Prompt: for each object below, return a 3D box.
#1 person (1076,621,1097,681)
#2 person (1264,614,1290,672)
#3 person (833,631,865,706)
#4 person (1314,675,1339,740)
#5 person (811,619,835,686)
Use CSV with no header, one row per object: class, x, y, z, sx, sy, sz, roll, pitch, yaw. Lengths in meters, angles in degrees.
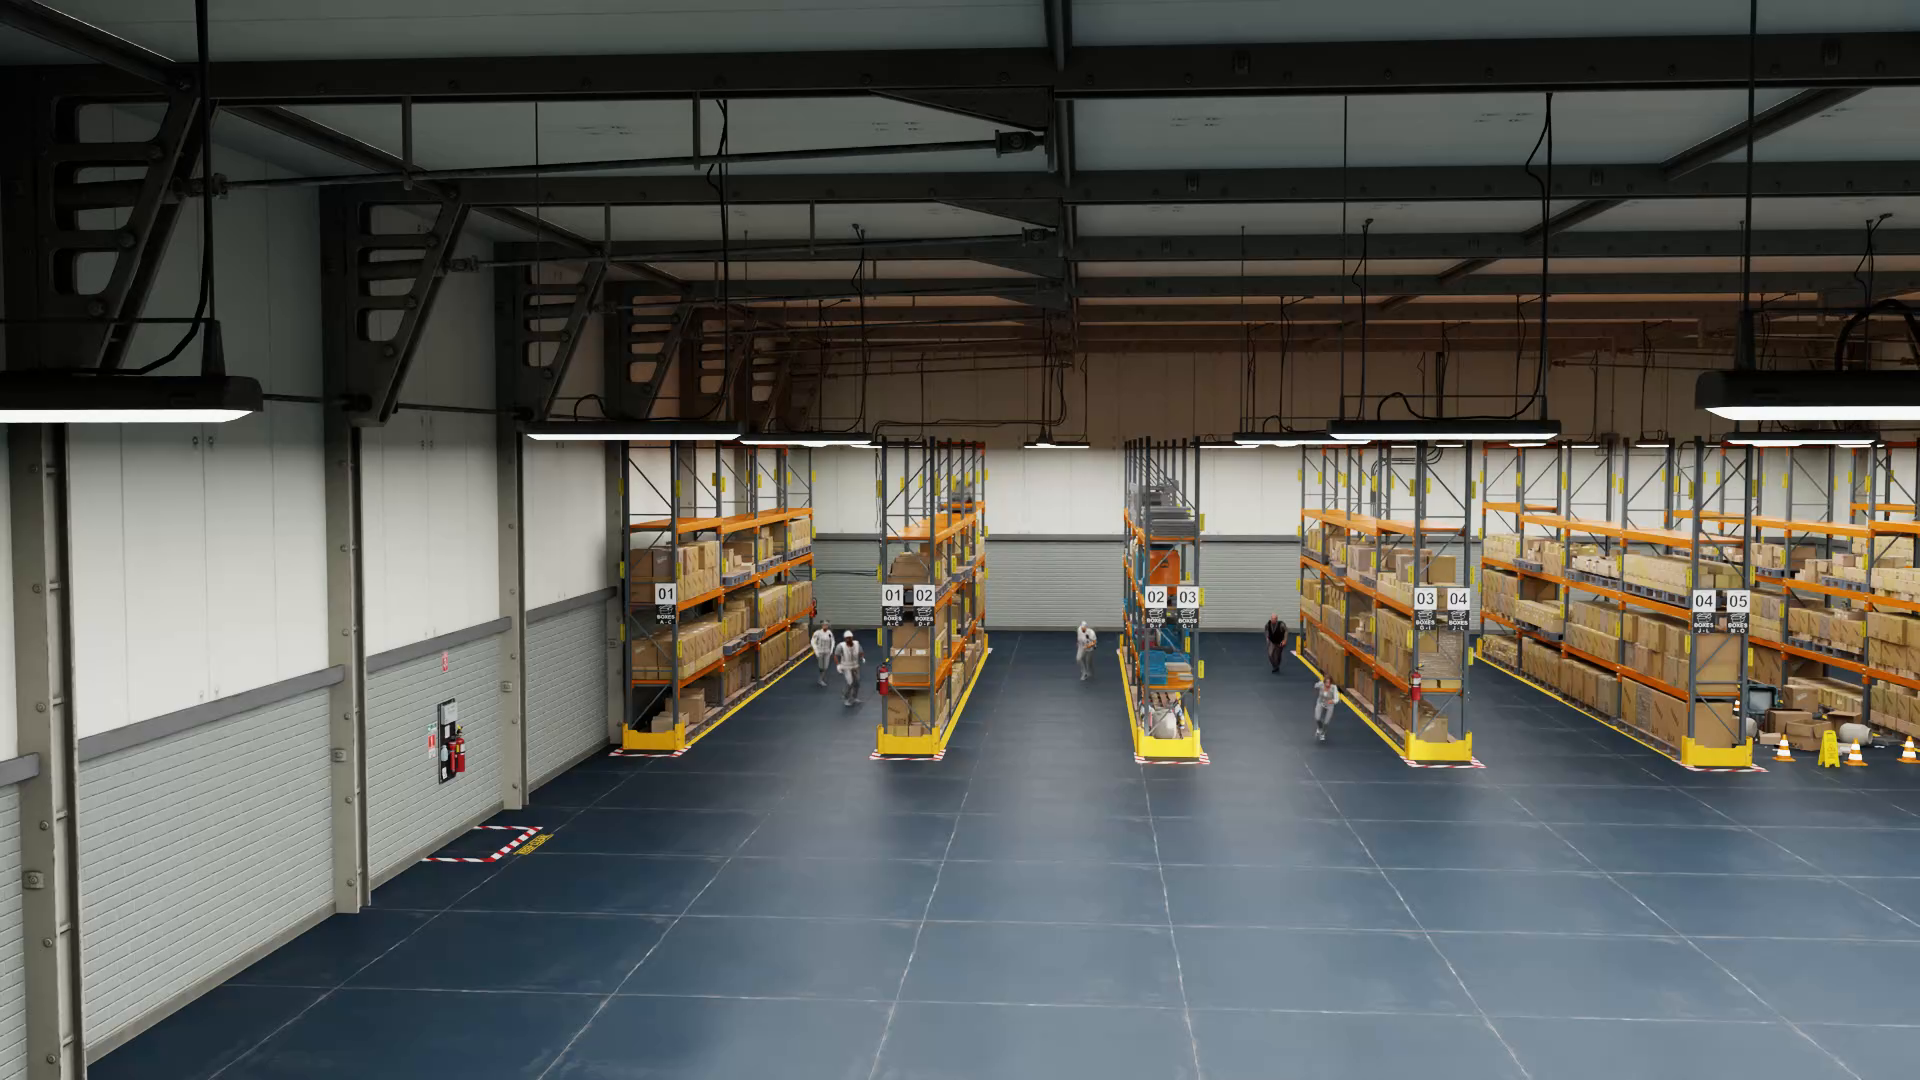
person,3.185,2.737,41.607,0.612,1.507,1.046,1,3,20
person,8.216,2.650,43.048,0.664,1.542,0.957,1,3,22
person,-2.451,2.885,37.471,0.695,1.712,0.741,-2,4,-34
person,7.170,3.287,32.575,0.511,1.367,0.920,1,3,15
person,-3.357,2.738,40.744,0.616,1.633,0.521,-1,3,-15
